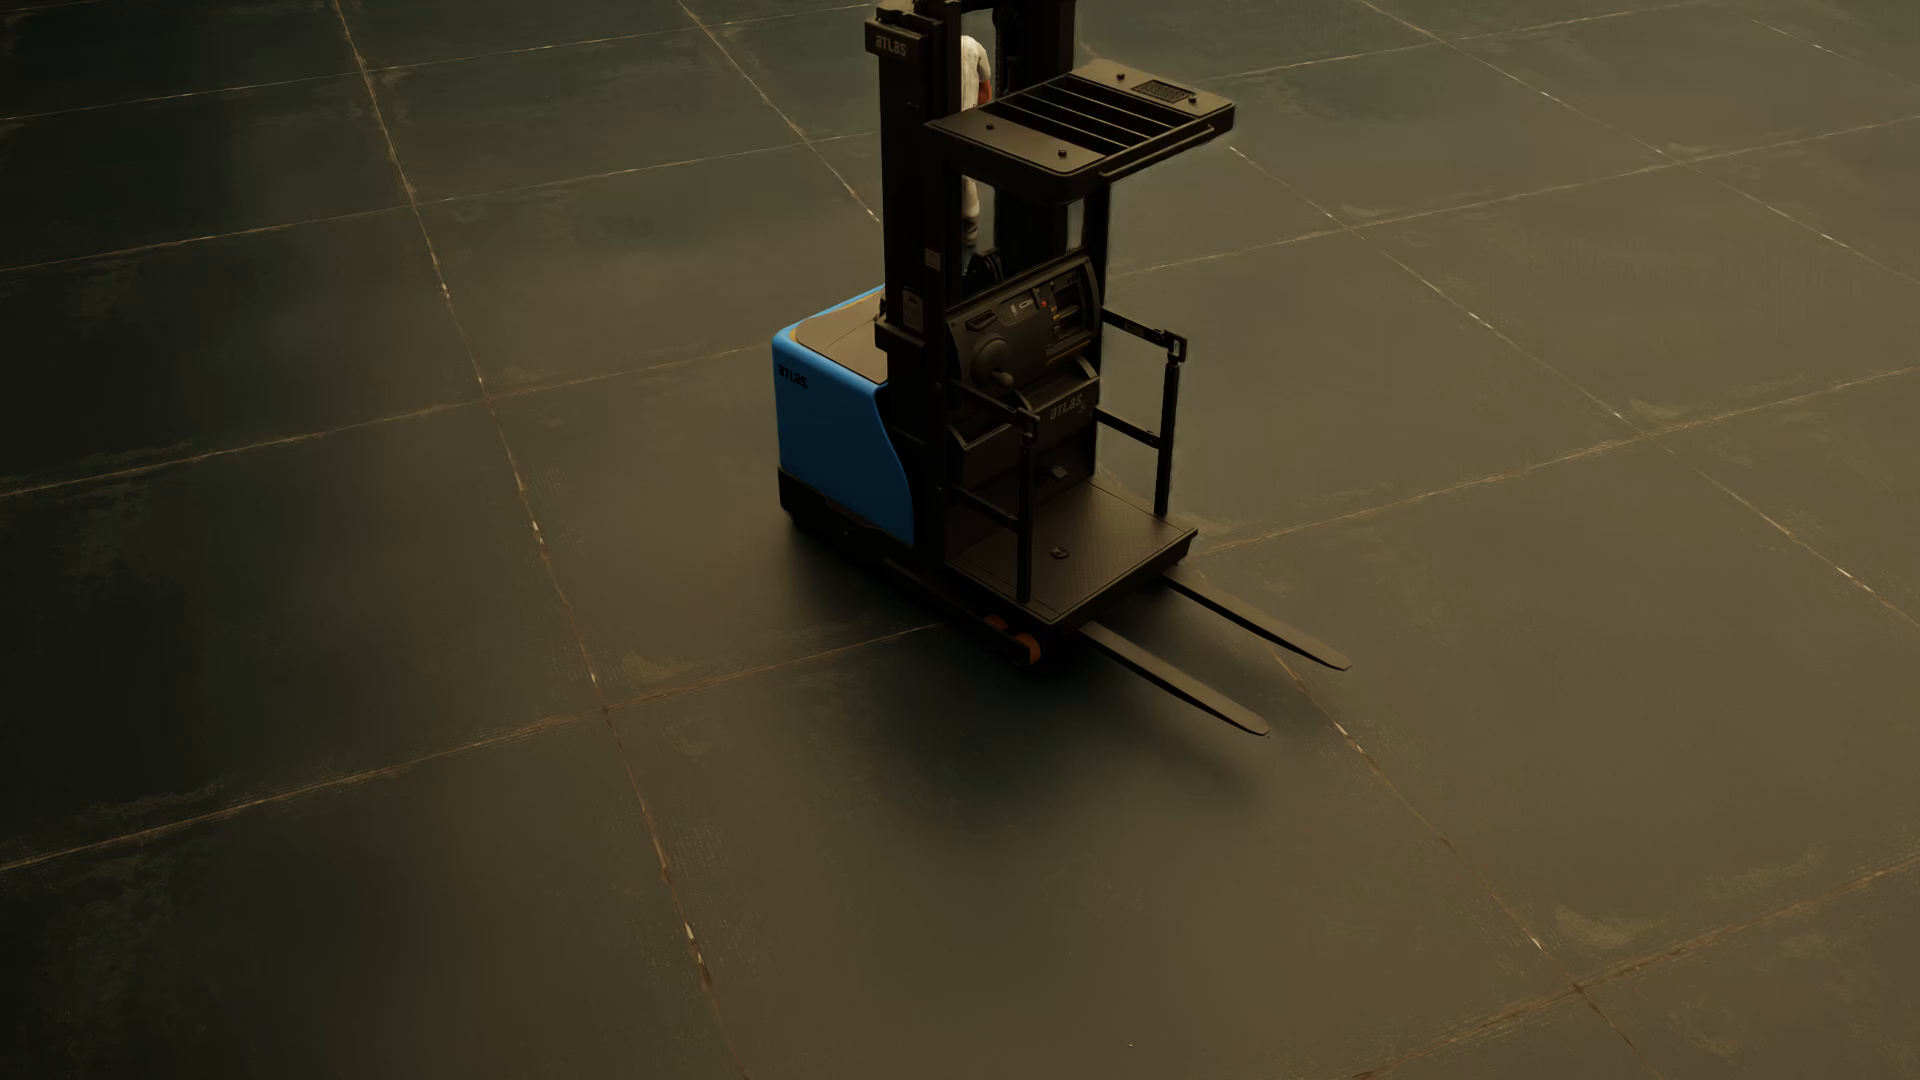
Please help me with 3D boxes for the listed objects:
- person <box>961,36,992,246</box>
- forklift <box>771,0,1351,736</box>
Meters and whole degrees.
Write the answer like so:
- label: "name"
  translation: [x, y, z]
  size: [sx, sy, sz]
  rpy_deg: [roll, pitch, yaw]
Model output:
- label: "person"
  translation: [-0.120, -2.709, 10.882]
  size: [0.638, 1.790, 0.561]
  rpy_deg: [-14, 38, -19]
- label: "forklift"
  translation: [0.450, -0.936, 7.414]
  size: [3.031, 2.935, 1.130]
  rpy_deg: [30, 45, 35]
